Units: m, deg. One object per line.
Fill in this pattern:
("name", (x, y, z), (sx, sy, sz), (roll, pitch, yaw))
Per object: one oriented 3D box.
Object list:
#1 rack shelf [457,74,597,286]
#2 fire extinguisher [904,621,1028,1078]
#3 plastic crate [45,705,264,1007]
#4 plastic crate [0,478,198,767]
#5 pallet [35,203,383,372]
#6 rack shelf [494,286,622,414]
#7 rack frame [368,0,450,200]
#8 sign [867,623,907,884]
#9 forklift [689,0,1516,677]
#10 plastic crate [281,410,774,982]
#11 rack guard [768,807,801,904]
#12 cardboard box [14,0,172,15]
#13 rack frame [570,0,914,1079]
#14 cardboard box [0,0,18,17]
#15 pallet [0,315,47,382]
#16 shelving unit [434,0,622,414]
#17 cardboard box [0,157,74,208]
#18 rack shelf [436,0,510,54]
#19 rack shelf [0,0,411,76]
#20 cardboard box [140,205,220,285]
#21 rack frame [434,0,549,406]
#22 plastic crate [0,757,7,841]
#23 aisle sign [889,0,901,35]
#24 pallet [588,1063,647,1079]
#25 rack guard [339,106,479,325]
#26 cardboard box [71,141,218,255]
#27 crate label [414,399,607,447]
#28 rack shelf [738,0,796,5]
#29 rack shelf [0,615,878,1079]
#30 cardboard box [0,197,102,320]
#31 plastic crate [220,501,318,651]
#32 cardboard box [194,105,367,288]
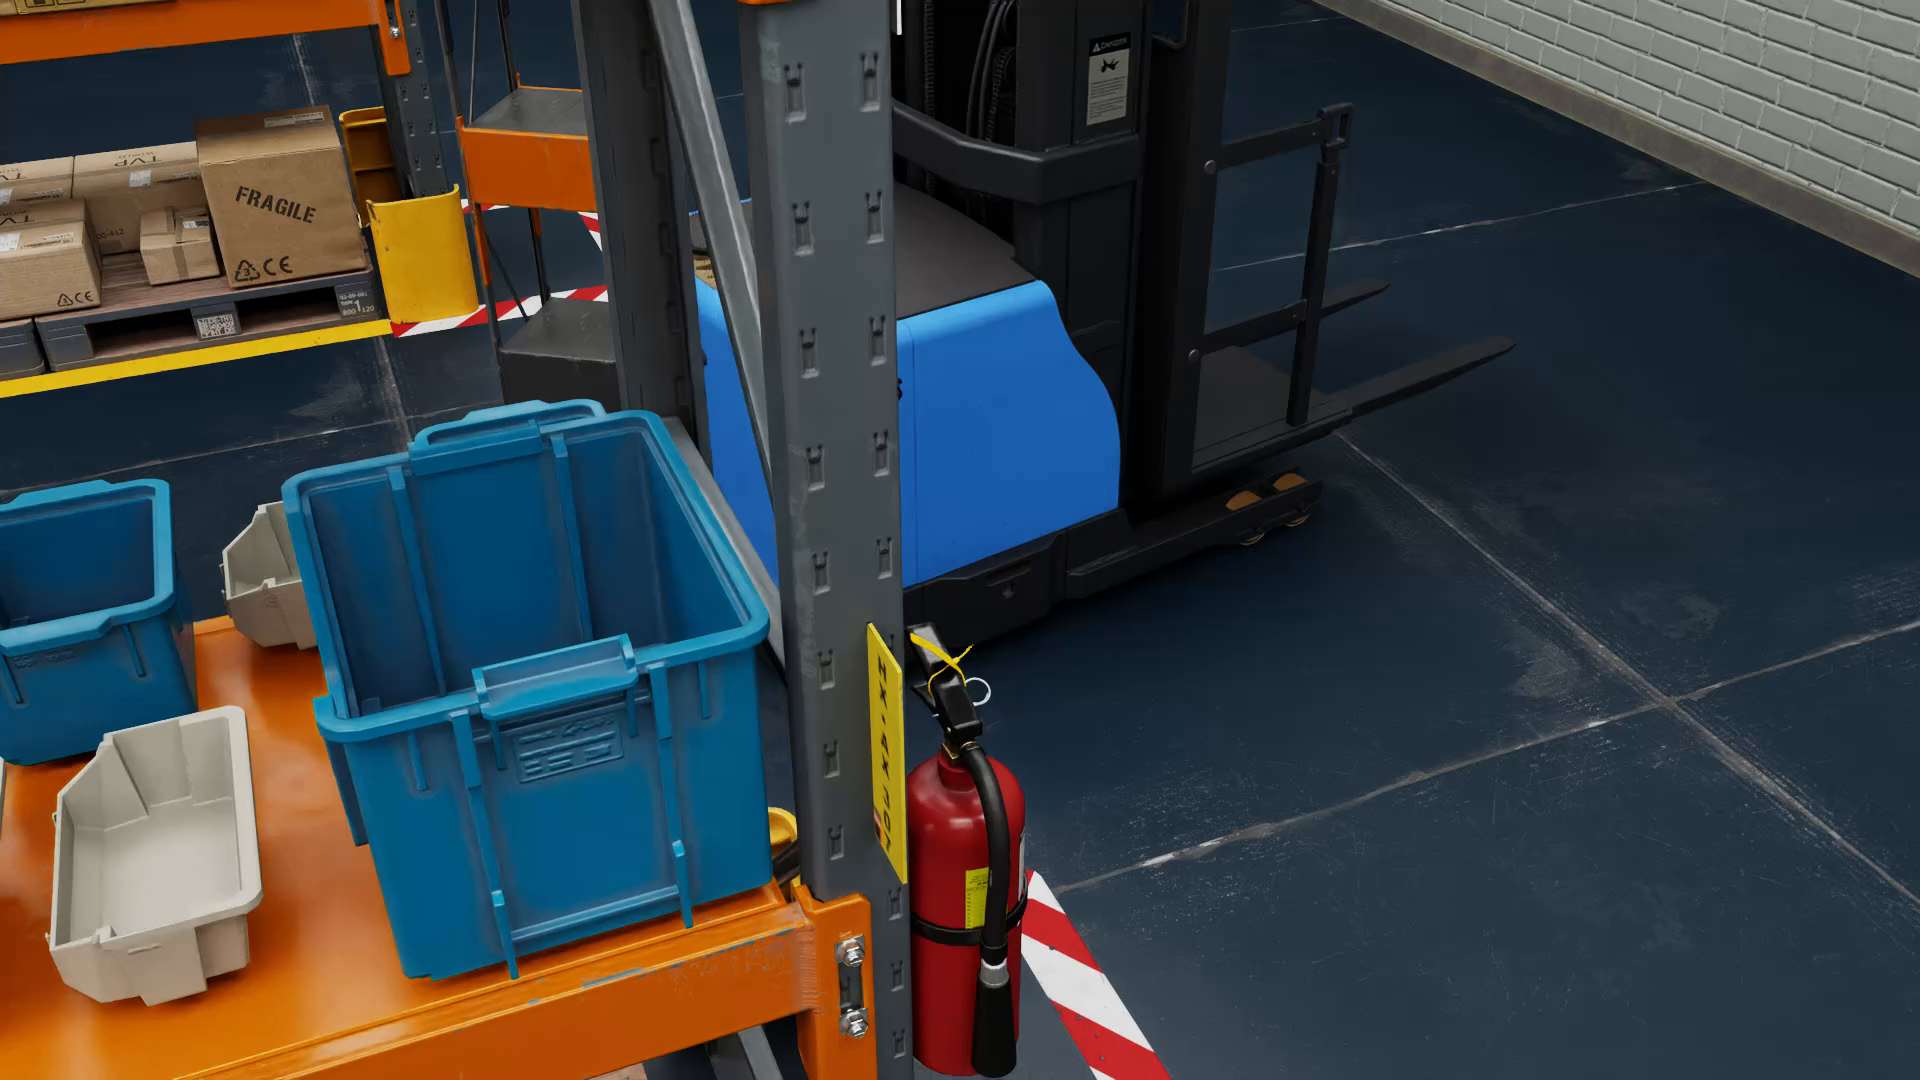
("rack shelf", (-1.154, -1.065, 4.987), (0.480, 0.518, 0.431), (6, 34, 9))
("fire extinguisher", (0.002, 0.436, 2.242), (0.183, 0.674, 0.296), (-13, 35, -19))
("plastic crate", (-0.995, 0.399, 2.073), (0.243, 0.136, 0.396), (-13, 35, -19))
("plastic crate", (-1.275, 0.121, 2.412), (0.300, 0.233, 0.416), (-13, 35, -19))
("pallet", (-3.032, -1.087, 6.728), (1.213, 0.211, 1.003), (-13, 35, -19))
("rack shelf", (-1.154, -0.479, 5.369), (0.480, 0.518, 0.431), (6, 34, 9))
("rack frame", (-2.227, -2.441, 6.251), (0.127, 3.000, 1.000), (-13, 35, -19))
("sign", (-0.085, 0.255, 1.957), (0.005, 0.325, 0.100), (-13, 35, -19))
("forklift", (0.544, -1.430, 4.761), (3.031, 2.935, 1.130), (-20, 38, -28))
("plastic crate", (-0.550, 0.175, 2.143), (0.499, 0.435, 0.616), (-13, 35, -19))
("rack guard", (-0.296, 1.087, 3.121), (0.348, 0.500, 1.175), (-13, 35, -19))
("cardboard box", (-3.012, -2.140, 5.697), (0.500, 0.500, 0.500), (-13, 35, -19))
("rack frame", (-0.313, 0.051, 2.422), (0.127, 3.000, 1.000), (-13, 35, -19))
("cardboard box", (-3.474, -2.038, 5.540), (0.500, 0.500, 0.500), (-13, 35, -19))
("pallet", (-4.155, -0.832, 6.335), (1.213, 0.211, 1.003), (-13, 35, -19))
("shelving unit", (-1.154, -1.077, 4.980), (0.503, 2.100, 0.431), (6, 34, 9))
("cardboard box", (-3.760, -1.290, 6.599), (0.500, 0.250, 0.500), (-13, 35, -19))
("rack shelf", (-1.154, -1.652, 4.605), (0.480, 0.518, 0.431), (6, 34, 9))
("rack shelf", (-4.071, -1.717, 5.798), (4.000, 0.370, 1.077), (-13, 35, -19))
("cardboard box", (-3.042, -1.159, 6.475), (0.250, 0.166, 0.380), (-13, 35, -19))
("rack frame", (-1.393, -1.103, 5.020), (0.015, 2.100, 0.400), (6, 34, 9))
("plastic crate", (-1.268, 0.453, 1.990), (0.243, 0.136, 0.396), (-13, 35, -19))
("aisle sign", (-0.133, -0.907, 1.510), (0.004, 0.787, 0.394), (-13, 35, -19))
("pallet", (-1.089, 1.374, 2.945), (1.213, 0.211, 1.003), (-13, 35, -19))
("rack guard", (-2.297, -1.377, 6.908), (0.348, 0.500, 1.175), (-13, 35, -19))
("cardboard box", (-3.299, -1.395, 6.762), (0.500, 0.250, 0.500), (-13, 35, -19))
("crate label", (-0.668, -0.018, 2.625), (0.303, 0.233, 0.416), (-13, 35, -19))
("rack shelf", (-2.157, -0.483, 1.151), (4.000, 0.370, 1.077), (-13, 35, -19))
("rack shelf", (-2.157, 0.774, 1.969), (4.000, 0.370, 1.077), (-13, 35, -19))
("cardboard box", (-3.521, -1.049, 6.229), (0.500, 0.250, 0.500), (-13, 35, -19))
("plastic crate", (-0.996, 0.049, 2.612), (0.298, 0.136, 0.250), (-13, 35, -19))
("cardboard box", (-2.633, -1.339, 6.446), (0.500, 0.500, 0.500), (-13, 35, -19))
